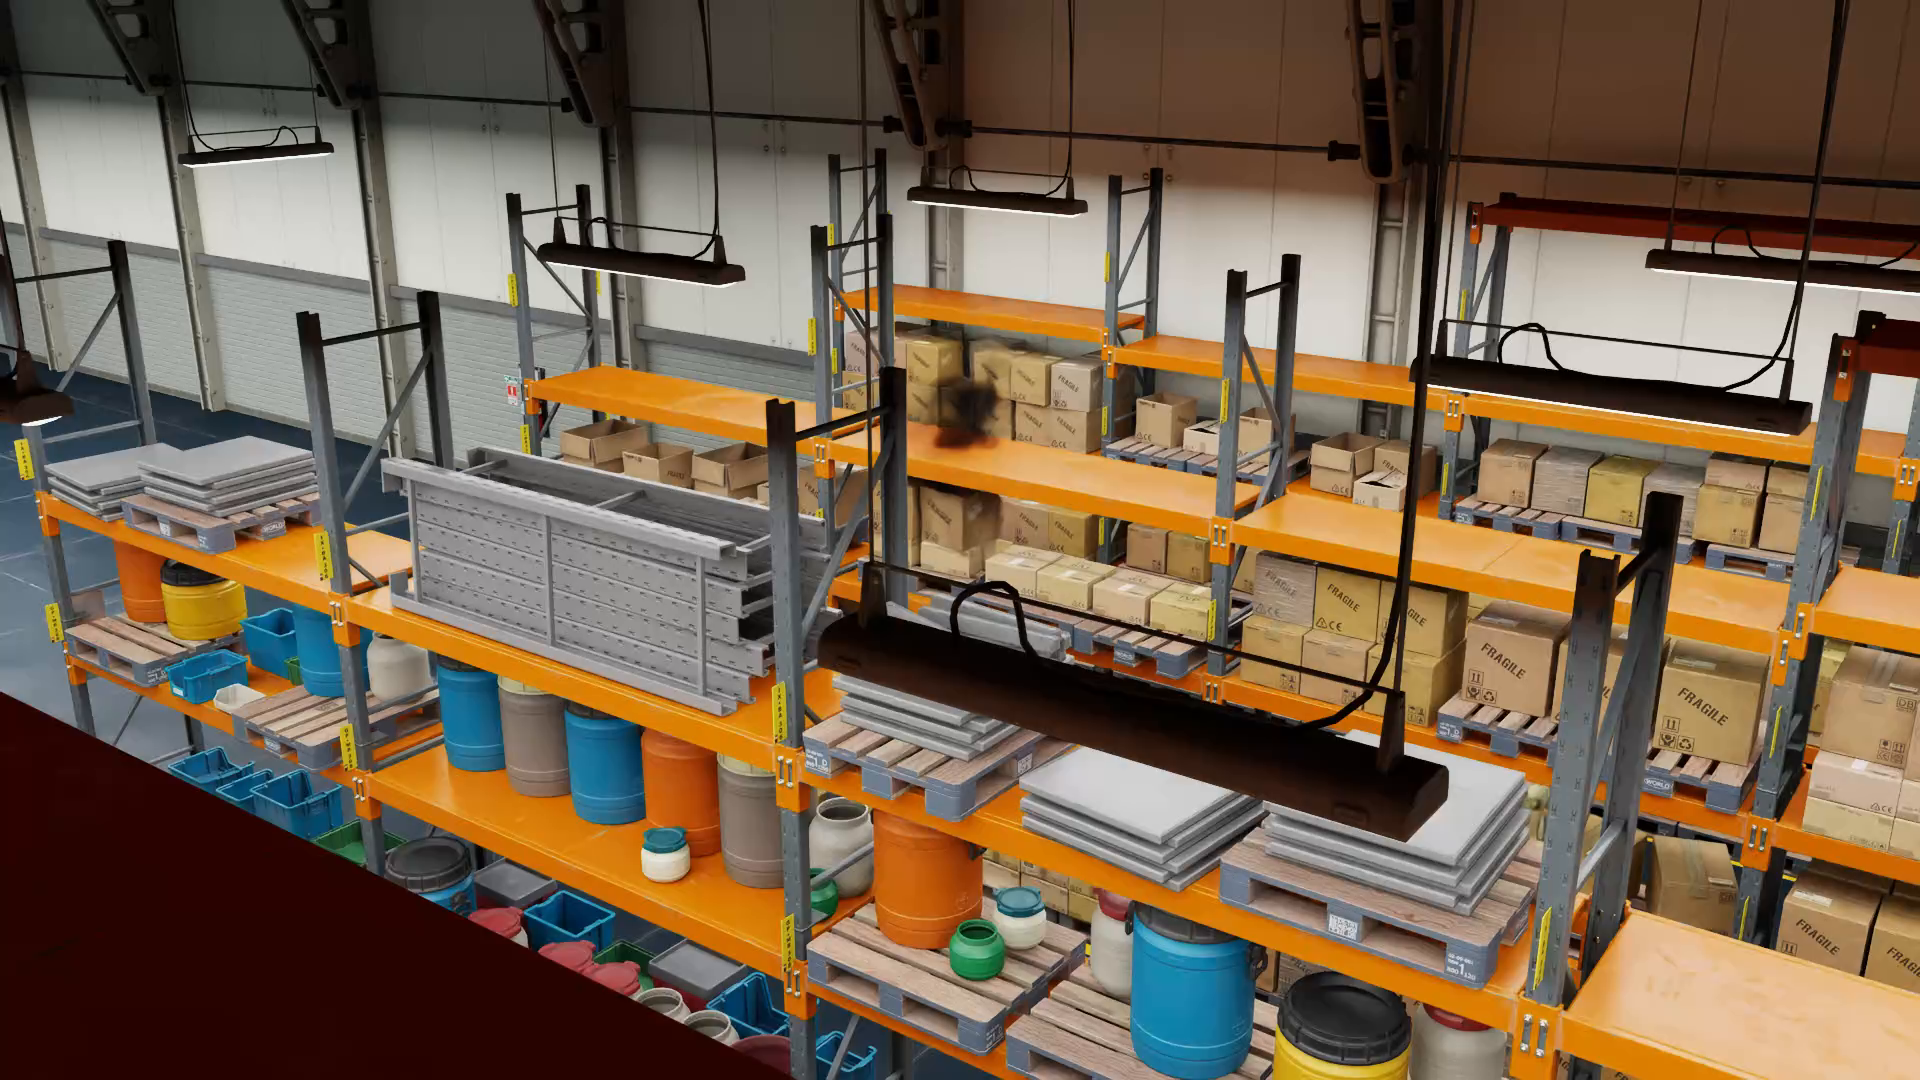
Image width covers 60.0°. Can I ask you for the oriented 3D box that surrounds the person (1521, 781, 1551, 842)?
[{"bbox_3d":[4.993,2.635,14.570,0.839,1.712,0.553,10,21,28],"label":"person"}]
